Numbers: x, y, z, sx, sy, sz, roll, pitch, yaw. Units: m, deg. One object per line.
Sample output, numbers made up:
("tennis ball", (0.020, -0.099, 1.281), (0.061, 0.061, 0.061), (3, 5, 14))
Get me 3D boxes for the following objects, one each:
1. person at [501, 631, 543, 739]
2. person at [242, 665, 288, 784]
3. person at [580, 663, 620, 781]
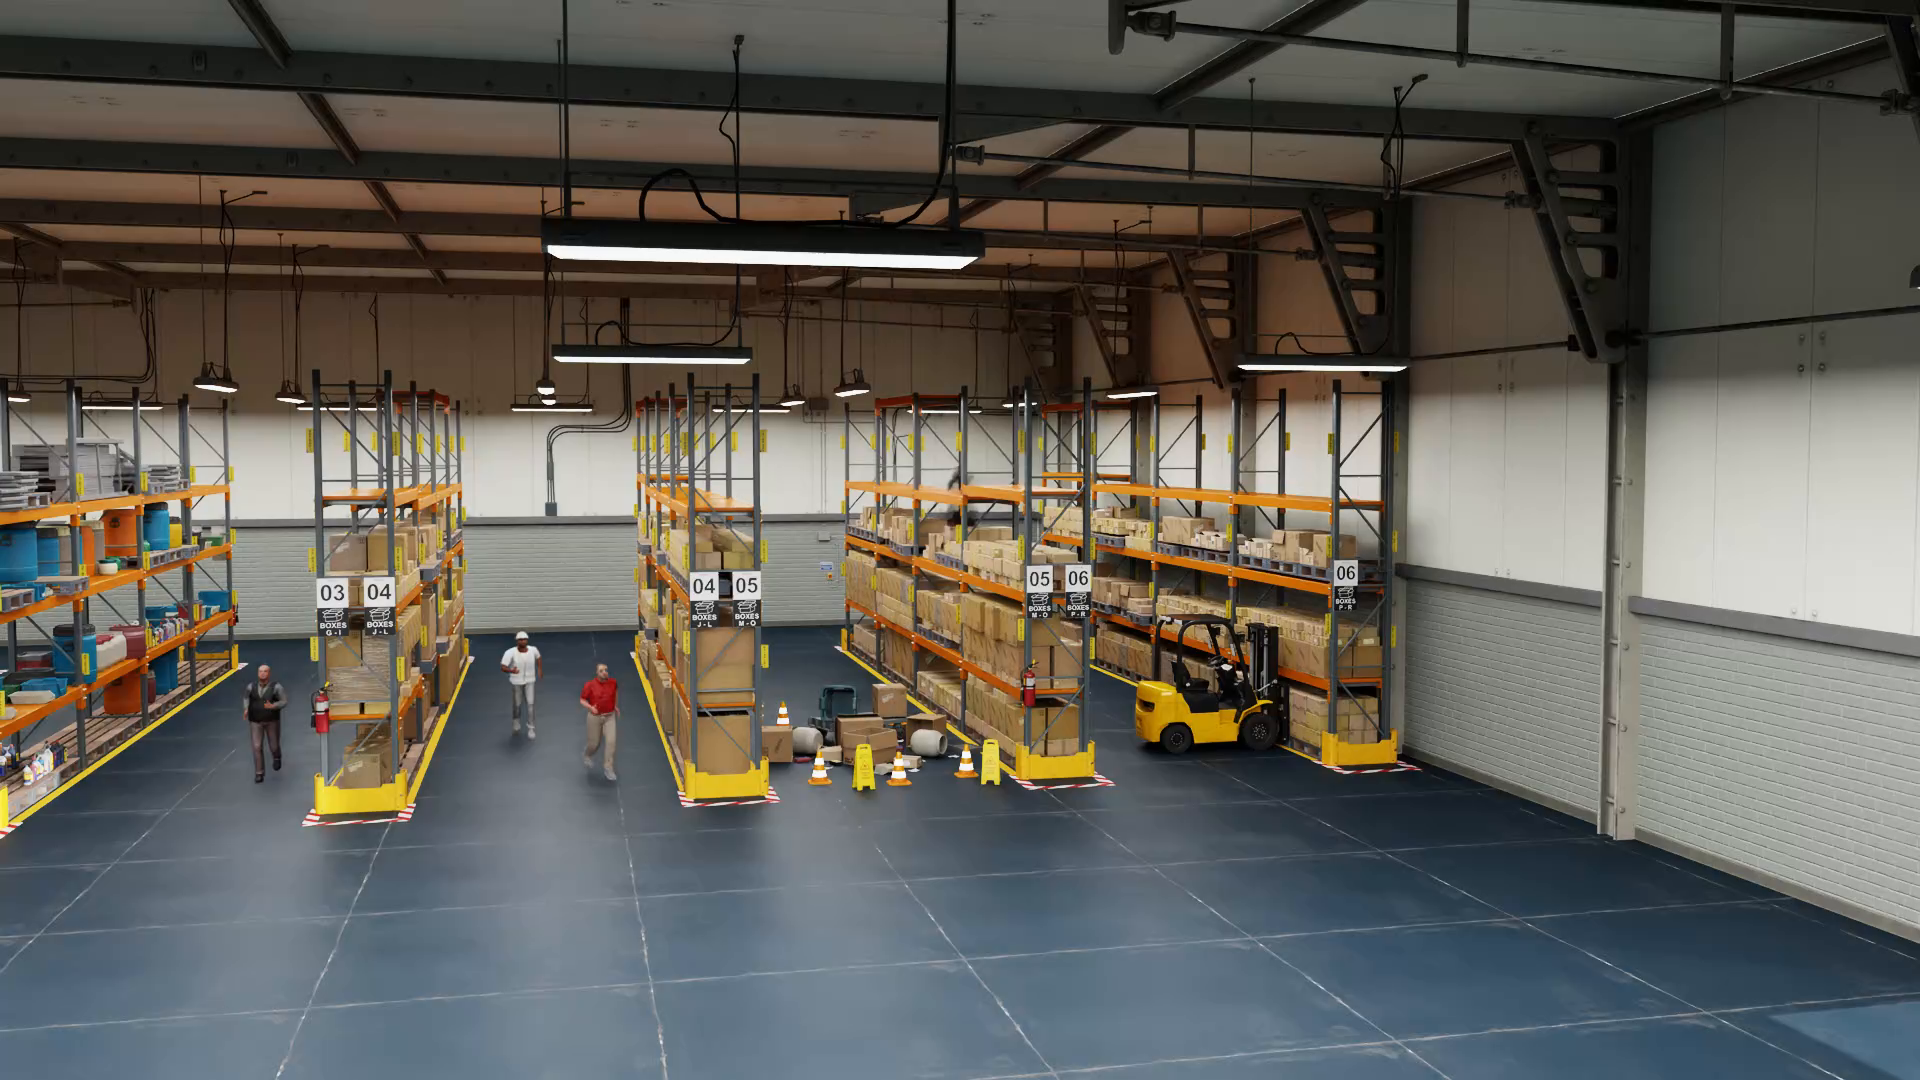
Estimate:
("person", (-7.485, 2.451, 28.447), (0.716, 1.786, 0.937), (-1, 4, -24))
("person", (-10.351, 2.714, 24.753), (0.667, 1.699, 0.915), (-1, 3, -13))
("person", (-5.426, 2.704, 25.075), (0.648, 1.728, 0.930), (-2, 4, -30))
